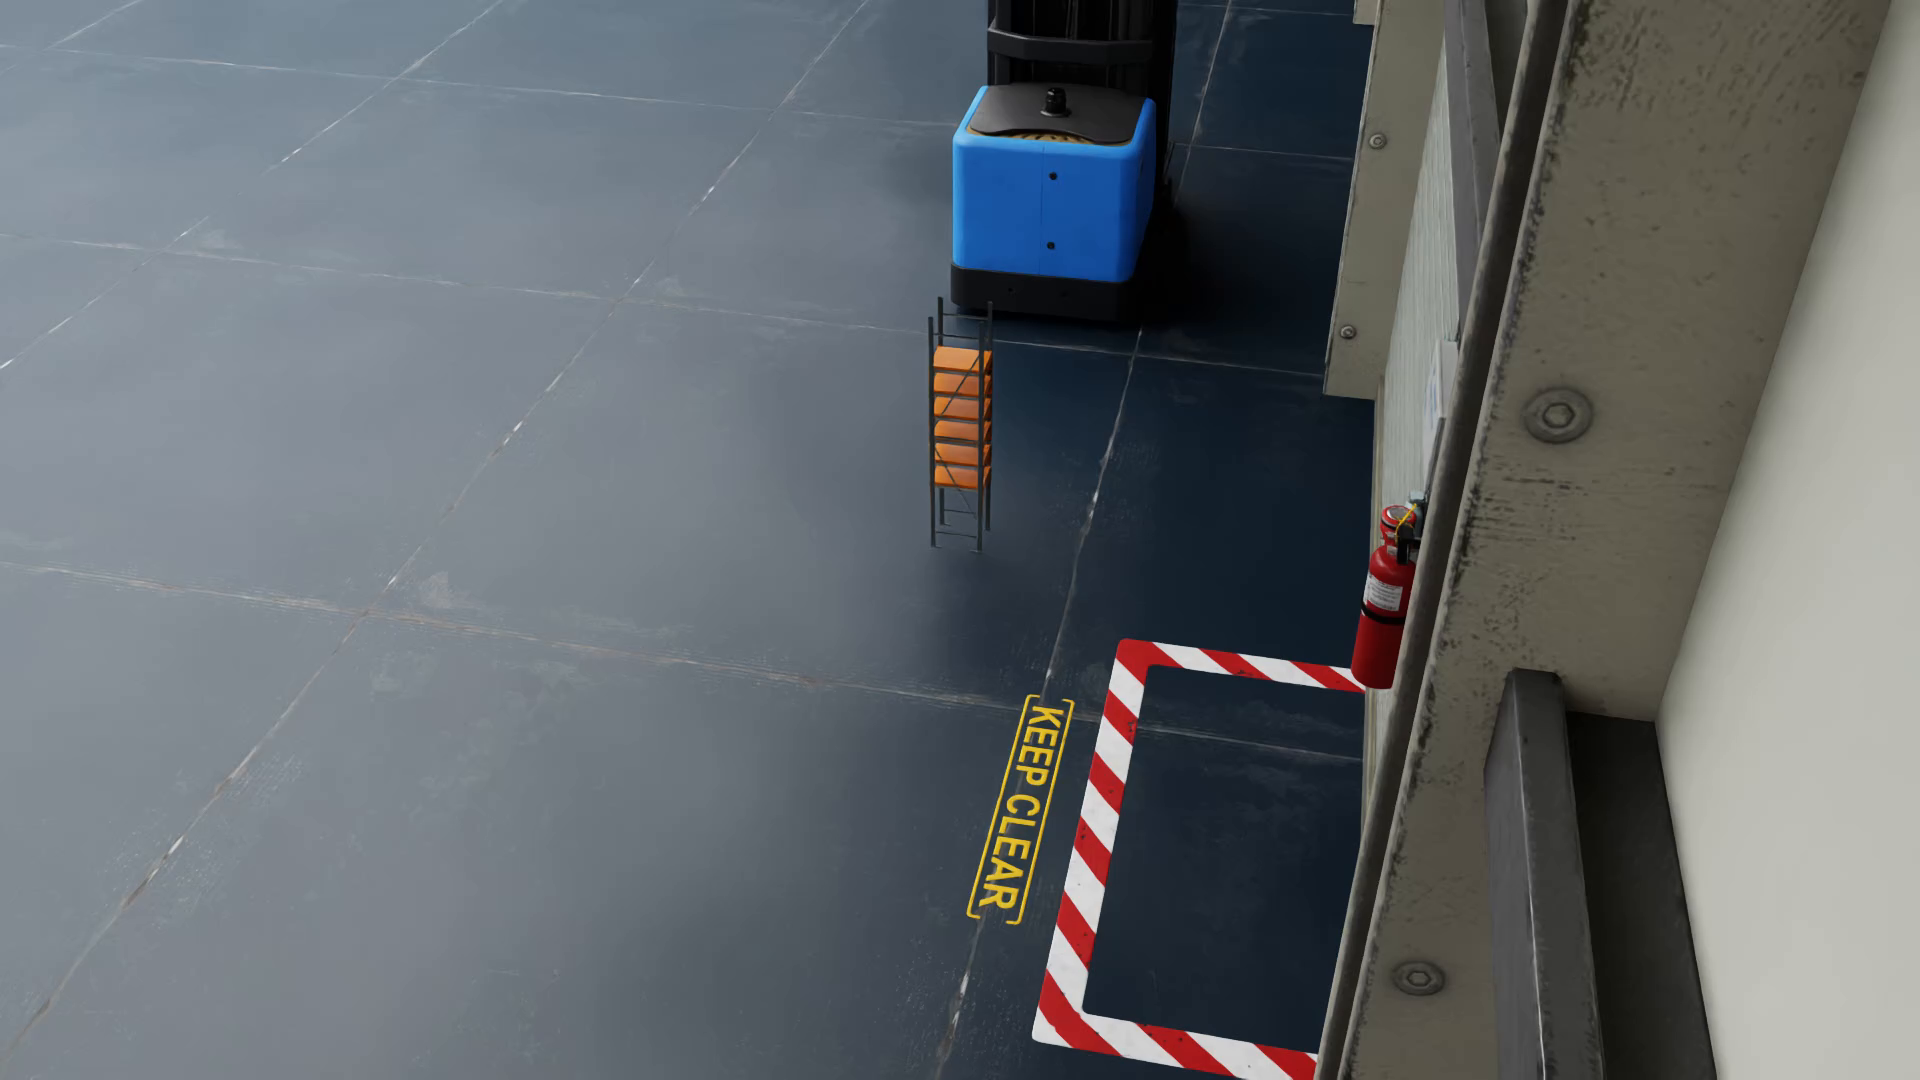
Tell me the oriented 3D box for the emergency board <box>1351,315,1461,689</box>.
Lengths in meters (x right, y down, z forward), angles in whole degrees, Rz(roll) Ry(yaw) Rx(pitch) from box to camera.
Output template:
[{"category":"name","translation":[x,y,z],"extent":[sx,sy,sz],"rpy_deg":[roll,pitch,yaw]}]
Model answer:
[{"category":"emergency board","translation":[1.400,-0.054,5.269],"extent":[0.194,1.169,0.643],"rpy_deg":[7,37,10]}]

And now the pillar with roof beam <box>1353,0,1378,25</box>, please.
[{"category":"pillar with roof beam","translation":[-0.808,-8.491,11.797],"extent":[9.100,9.000,0.400],"rpy_deg":[7,37,10]}]

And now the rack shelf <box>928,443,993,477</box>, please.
[{"category":"rack shelf","translation":[0.003,-0.361,7.506],"extent":[0.258,0.103,0.180],"rpy_deg":[7,37,10]}]

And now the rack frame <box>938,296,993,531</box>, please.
[{"category":"rack frame","translation":[0.023,-0.547,7.482],"extent":[0.240,1.200,0.006],"rpy_deg":[7,37,10]}]

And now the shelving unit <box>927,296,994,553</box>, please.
[{"category":"shelving unit","translation":[0.003,-0.494,7.409],"extent":[0.258,1.200,0.189],"rpy_deg":[7,37,10]}]

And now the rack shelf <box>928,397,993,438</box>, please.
[{"category":"rack shelf","translation":[0.003,-0.555,7.365],"extent":[0.258,0.103,0.180],"rpy_deg":[7,37,10]}]

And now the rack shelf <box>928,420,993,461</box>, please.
[{"category":"rack shelf","translation":[0.003,-0.458,7.435],"extent":[0.258,0.103,0.180],"rpy_deg":[7,37,10]}]

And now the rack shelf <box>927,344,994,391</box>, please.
[{"category":"rack shelf","translation":[0.003,-0.750,7.224],"extent":[0.258,0.103,0.180],"rpy_deg":[7,37,10]}]

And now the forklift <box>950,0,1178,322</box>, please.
[{"category":"forklift","translation":[0.755,-3.271,9.765],"extent":[1.130,2.935,3.031],"rpy_deg":[7,37,10]}]

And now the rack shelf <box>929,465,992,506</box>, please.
[{"category":"rack shelf","translation":[0.003,-0.264,7.576],"extent":[0.258,0.103,0.180],"rpy_deg":[7,37,10]}]

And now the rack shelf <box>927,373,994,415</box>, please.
[{"category":"rack shelf","translation":[0.003,-0.652,7.295],"extent":[0.258,0.103,0.180],"rpy_deg":[7,37,10]}]

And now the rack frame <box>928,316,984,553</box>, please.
[{"category":"rack frame","translation":[-0.016,-0.442,7.337],"extent":[0.240,1.200,0.006],"rpy_deg":[7,37,10]}]

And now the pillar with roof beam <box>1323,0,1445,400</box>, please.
[{"category":"pillar with roof beam","translation":[-2.090,-5.051,7.051],"extent":[9.100,9.000,0.400],"rpy_deg":[7,37,10]}]

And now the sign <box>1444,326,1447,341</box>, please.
[{"category":"sign","translation":[1.609,-0.586,5.520],"extent":[0.001,0.109,0.331],"rpy_deg":[7,37,10]}]
